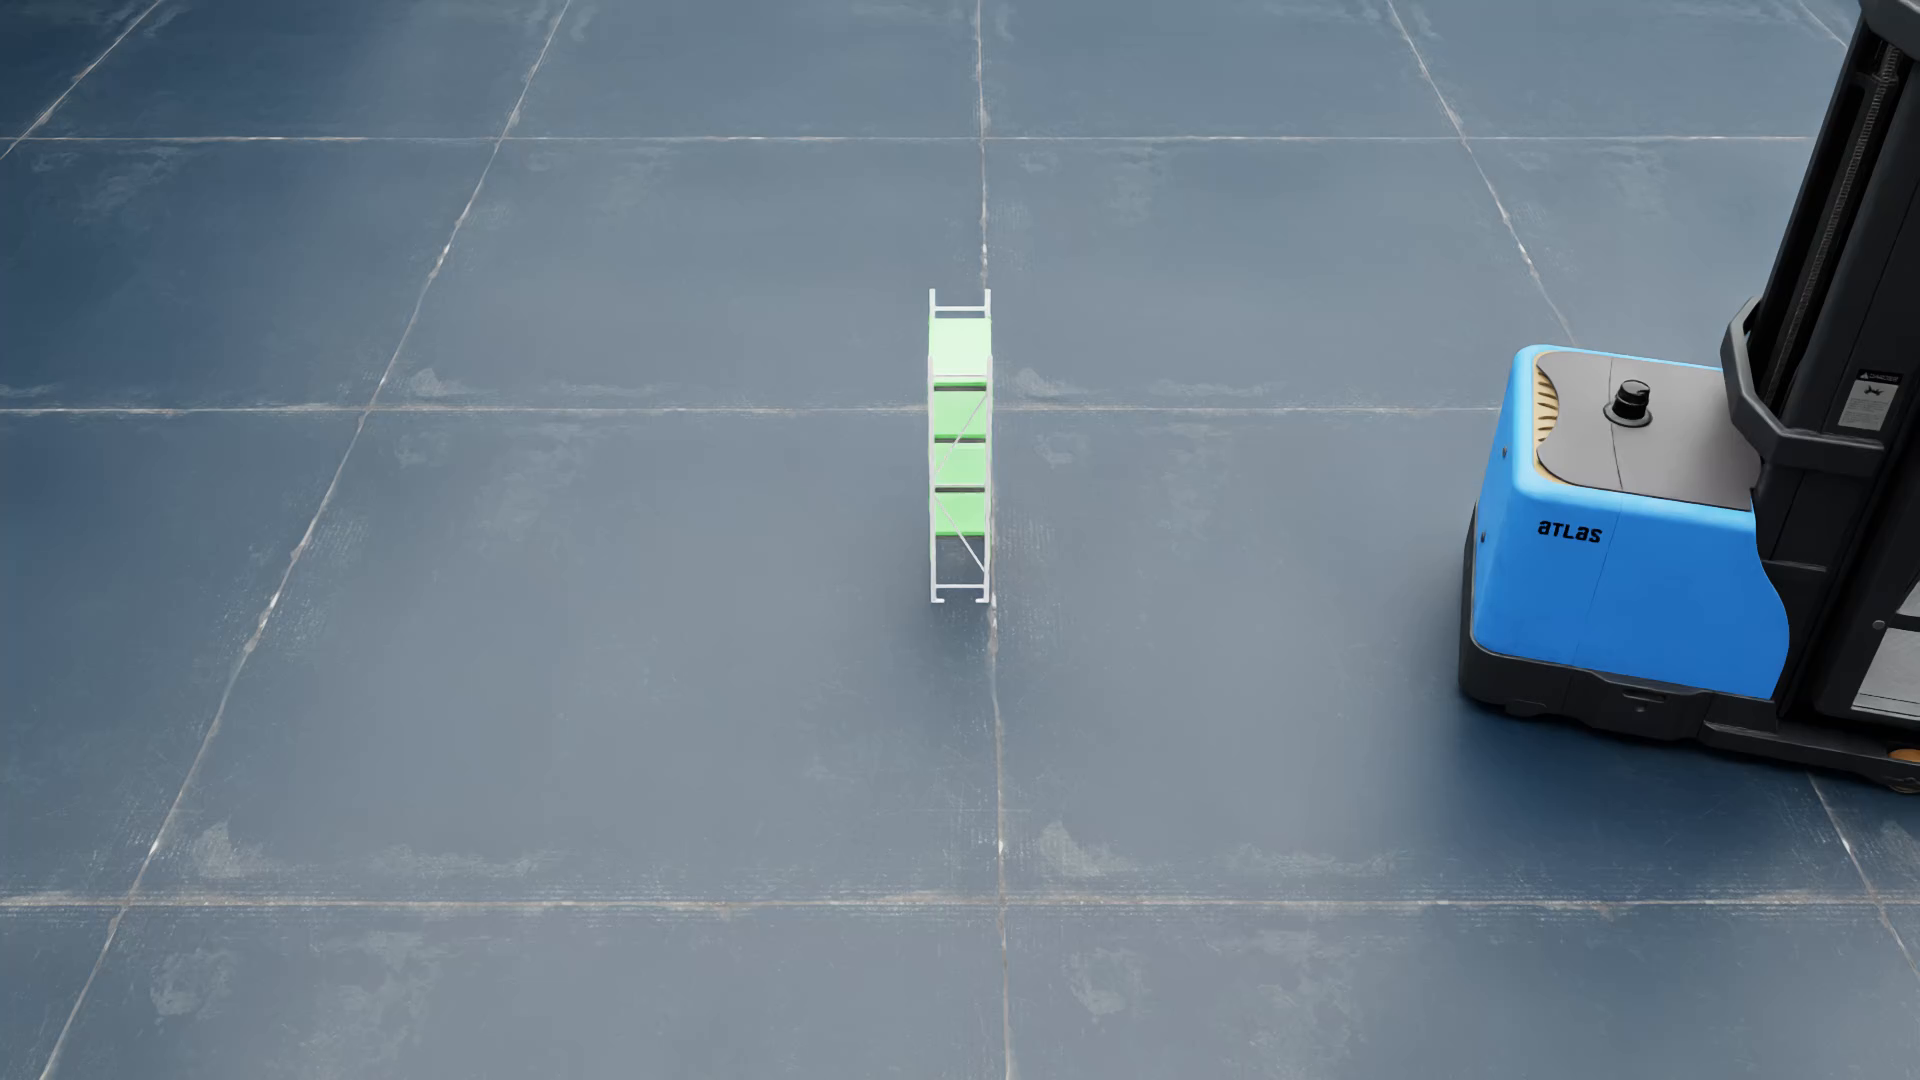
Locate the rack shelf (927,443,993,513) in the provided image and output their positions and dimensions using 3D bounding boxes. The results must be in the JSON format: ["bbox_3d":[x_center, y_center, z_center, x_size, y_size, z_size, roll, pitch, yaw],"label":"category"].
[{"bbox_3d":[0.000,-0.315,6.786,0.258,0.148,0.480,0,39,0],"label":"rack shelf"}]

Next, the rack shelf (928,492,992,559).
[{"bbox_3d":[0.000,-0.128,6.936,0.258,0.148,0.480,0,39,0],"label":"rack shelf"}]

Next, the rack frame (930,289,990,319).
[{"bbox_3d":[0.000,-0.517,6.936,0.240,1.200,0.015,0,39,0],"label":"rack frame"}]

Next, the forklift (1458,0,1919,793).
[{"bbox_3d":[3.507,-0.556,5.601,3.031,2.935,1.130,10,40,12],"label":"forklift"}]

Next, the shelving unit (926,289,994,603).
[{"bbox_3d":[0.000,-0.365,6.746,0.258,1.200,0.503,0,39,0],"label":"shelving unit"}]

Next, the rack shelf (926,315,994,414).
[{"bbox_3d":[0.000,-0.689,6.485,0.258,0.148,0.480,0,39,0],"label":"rack shelf"}]

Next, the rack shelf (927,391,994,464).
[{"bbox_3d":[0.000,-0.502,6.635,0.258,0.148,0.480,0,39,0],"label":"rack shelf"}]

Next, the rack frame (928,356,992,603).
[{"bbox_3d":[0.000,-0.212,6.555,0.240,1.200,0.015,0,39,0],"label":"rack frame"}]
